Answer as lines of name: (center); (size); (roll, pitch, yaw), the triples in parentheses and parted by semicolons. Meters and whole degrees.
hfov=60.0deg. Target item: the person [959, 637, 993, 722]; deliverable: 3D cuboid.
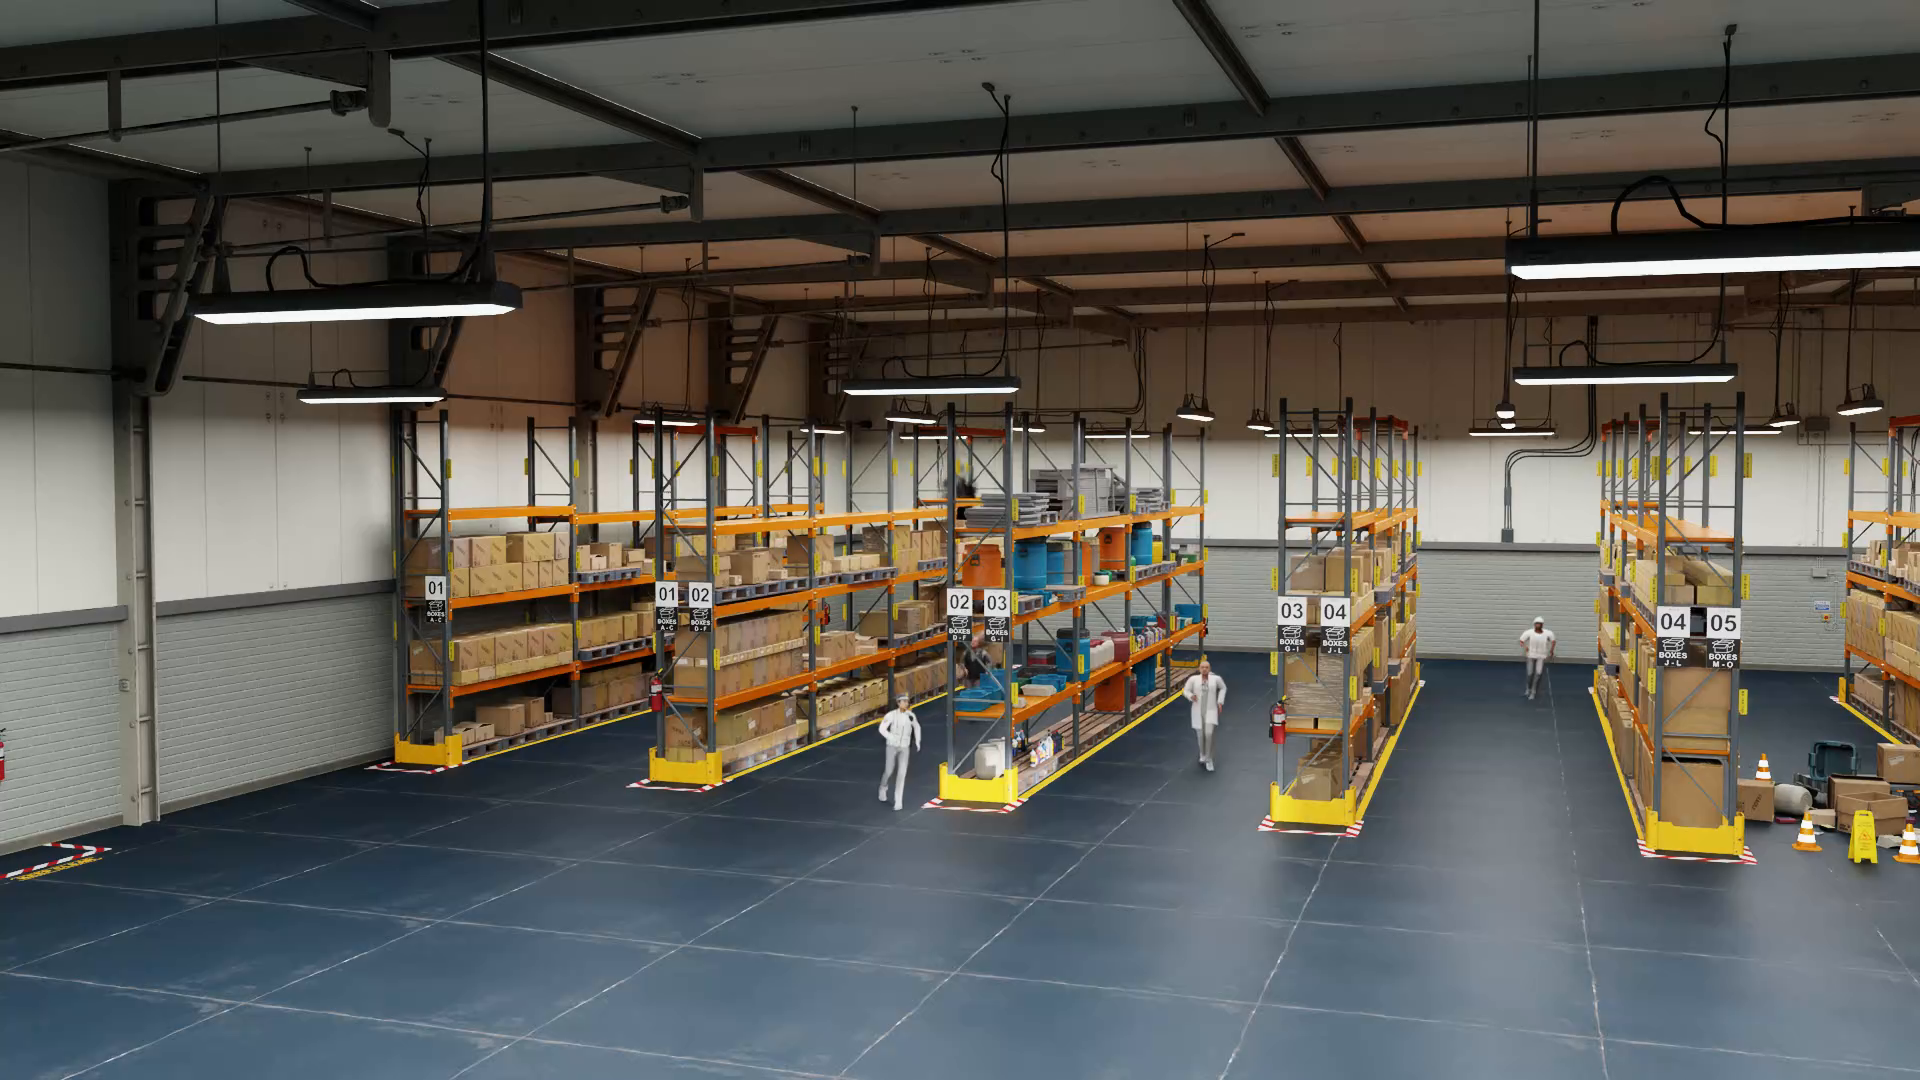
person: (0.285, 2.756, 32.796); (0.653, 1.680, 0.568); (1, 3, 14)

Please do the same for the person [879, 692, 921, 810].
person: (-0.872, 3.100, 24.714); (0.665, 1.668, 0.862); (-1, 3, -12)

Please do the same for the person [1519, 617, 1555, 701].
person: (12.535, 2.568, 36.192); (0.732, 1.791, 0.876); (1, 3, 24)

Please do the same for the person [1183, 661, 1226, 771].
person: (4.074, 2.940, 27.800); (0.690, 1.852, 0.844); (1, 3, 15)
